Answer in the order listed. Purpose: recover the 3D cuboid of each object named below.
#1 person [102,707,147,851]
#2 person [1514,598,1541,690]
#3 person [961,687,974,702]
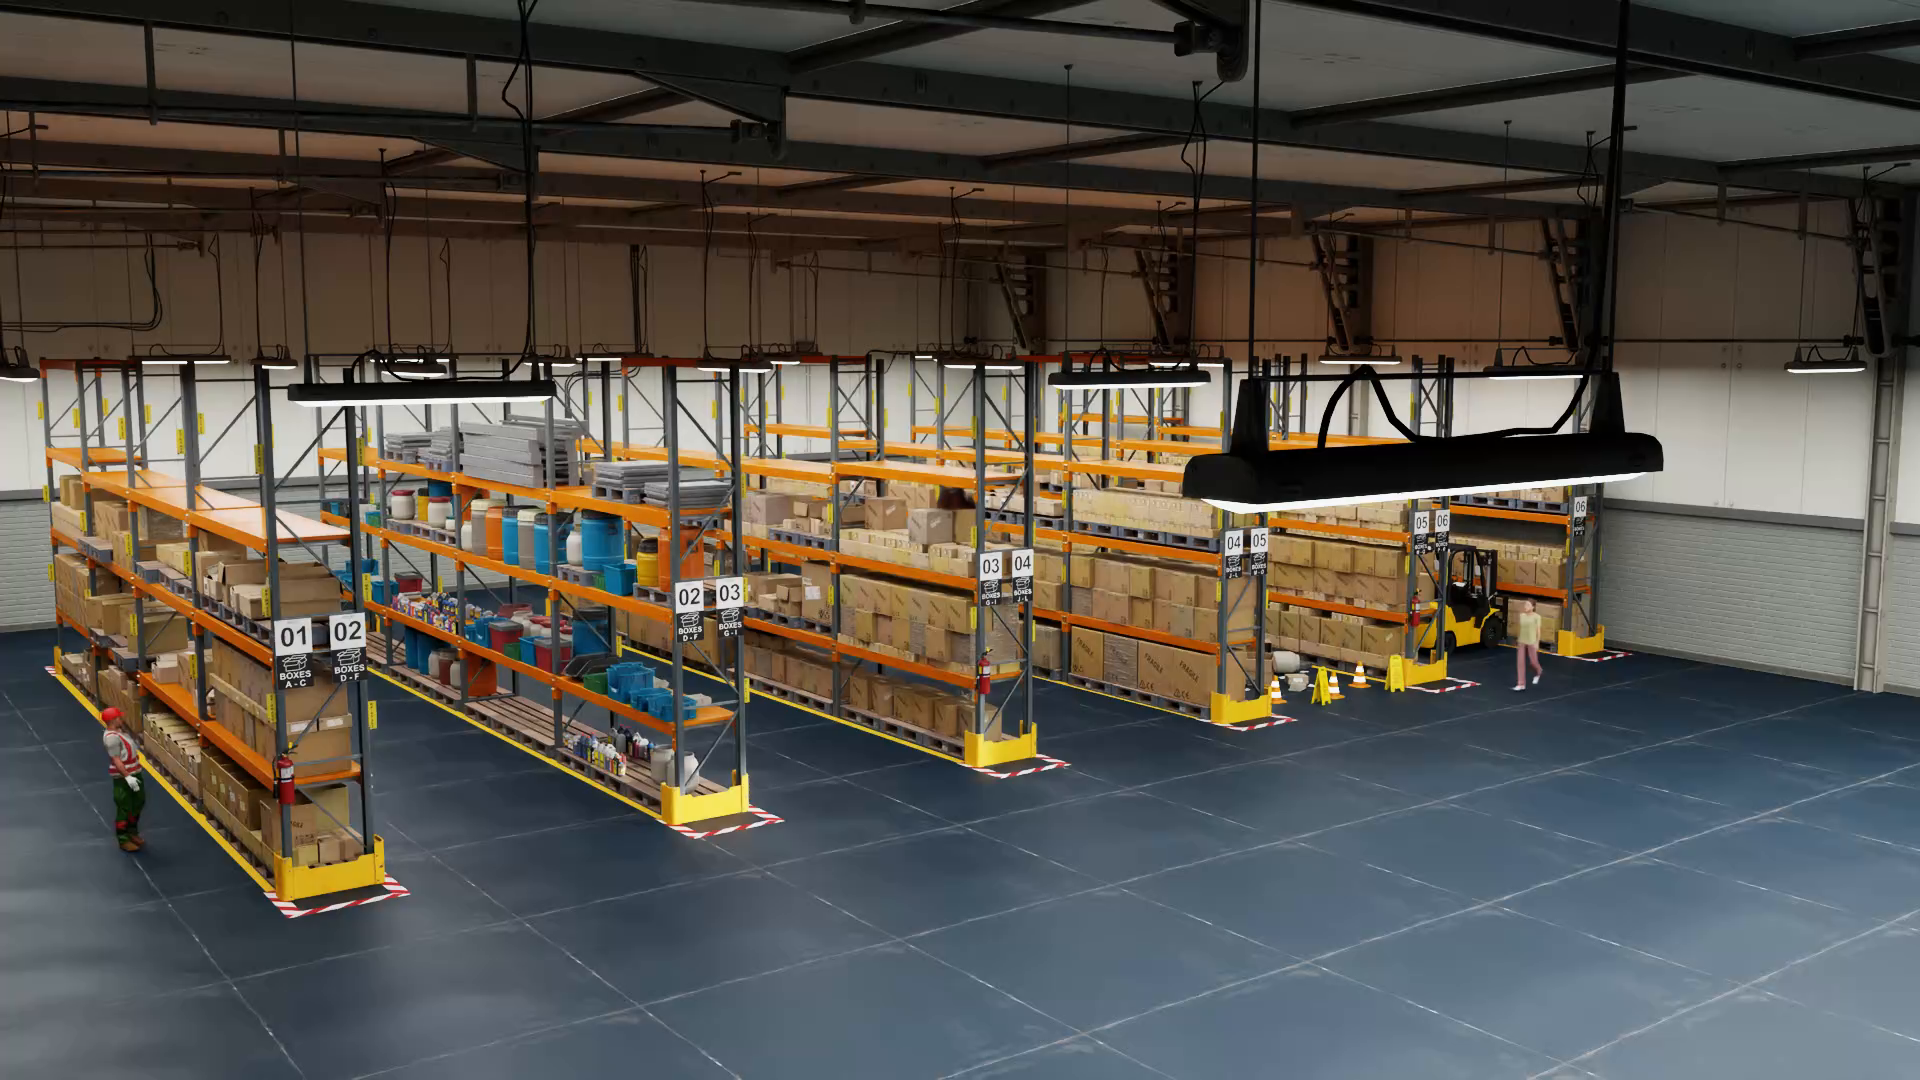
[{"bbox_3d":[-10.393,2.971,20.784,0.578,1.825,0.650,1,7,5],"label":"person"},{"bbox_3d":[10.320,1.876,30.206,0.442,1.659,0.733,5,8,35],"label":"person"},{"bbox_3d":[0.254,2.064,28.777,0.515,1.693,0.830,-4,8,-32],"label":"person"}]
